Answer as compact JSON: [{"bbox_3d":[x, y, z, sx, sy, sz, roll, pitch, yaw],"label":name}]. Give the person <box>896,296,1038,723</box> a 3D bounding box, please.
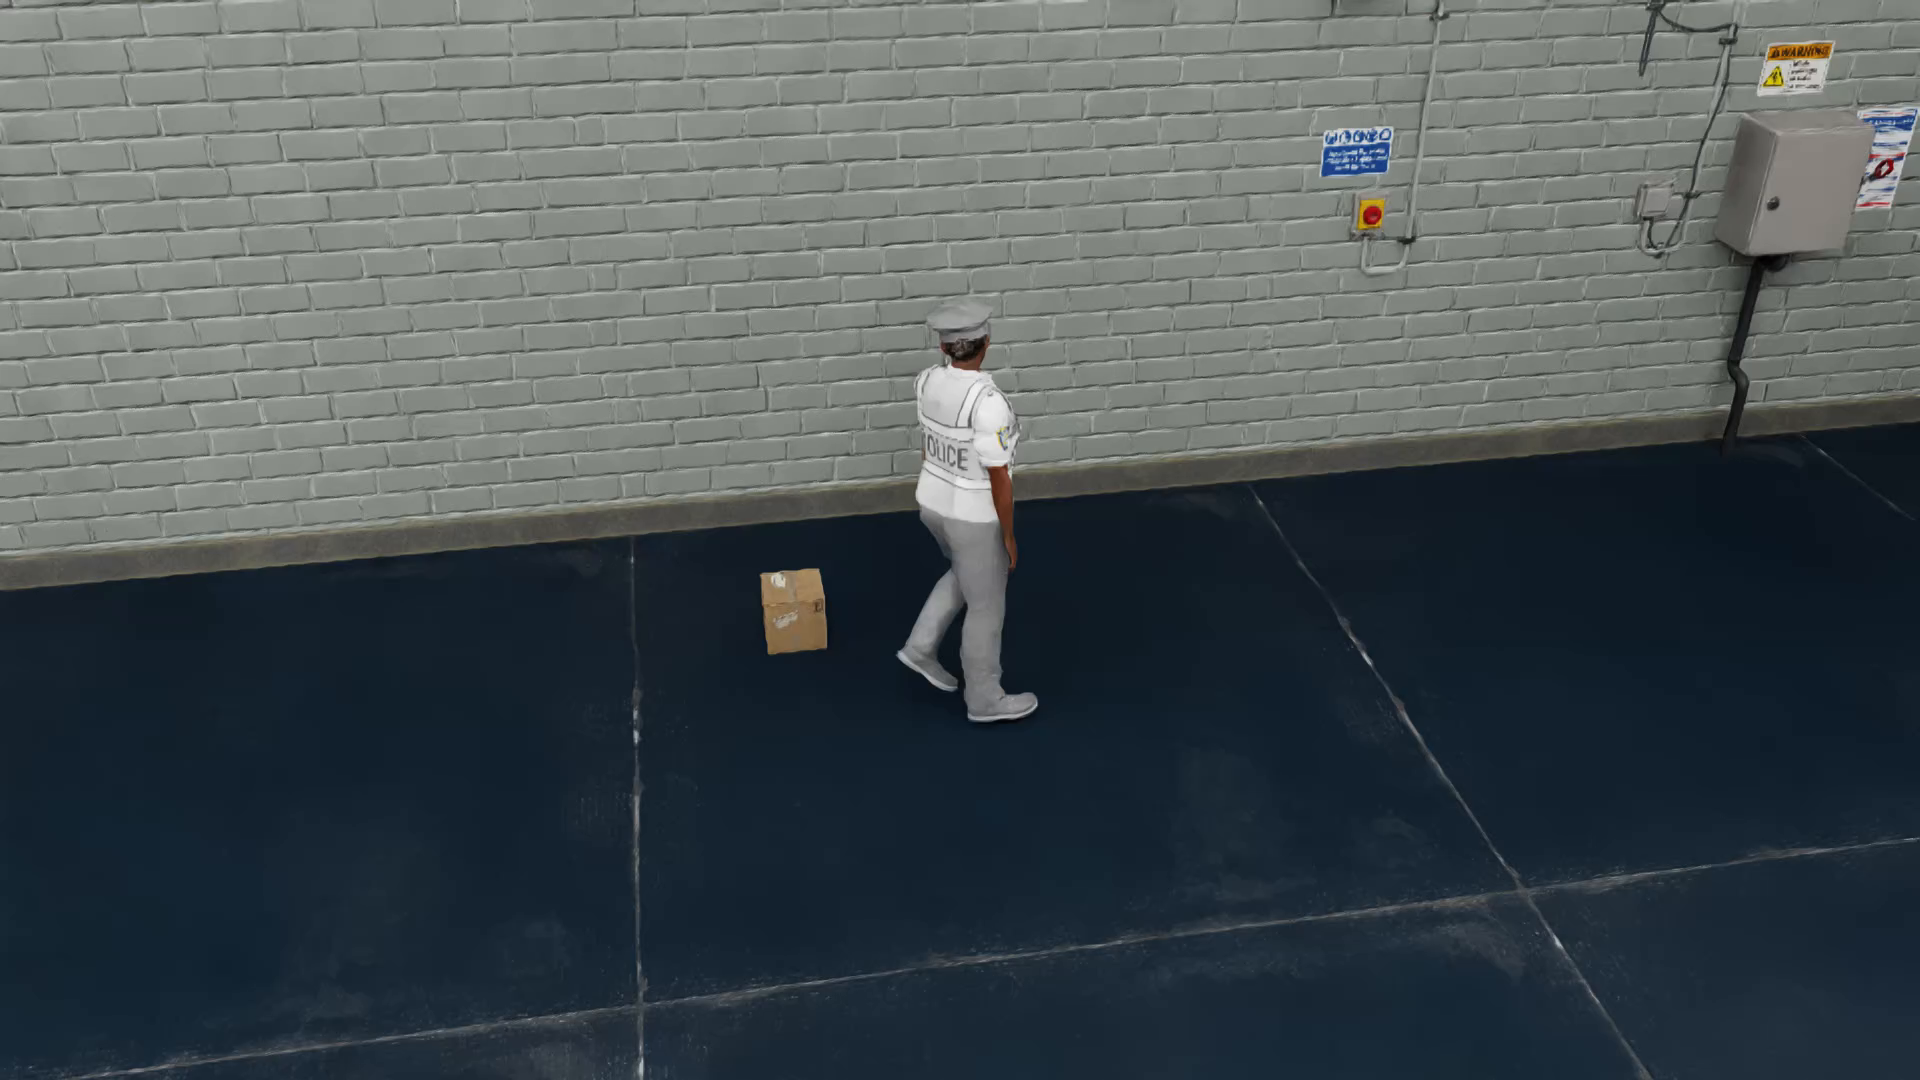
[{"bbox_3d":[0.001,-0.079,6.253,0.475,1.640,0.564,-21,37,-31],"label":"person"}]
